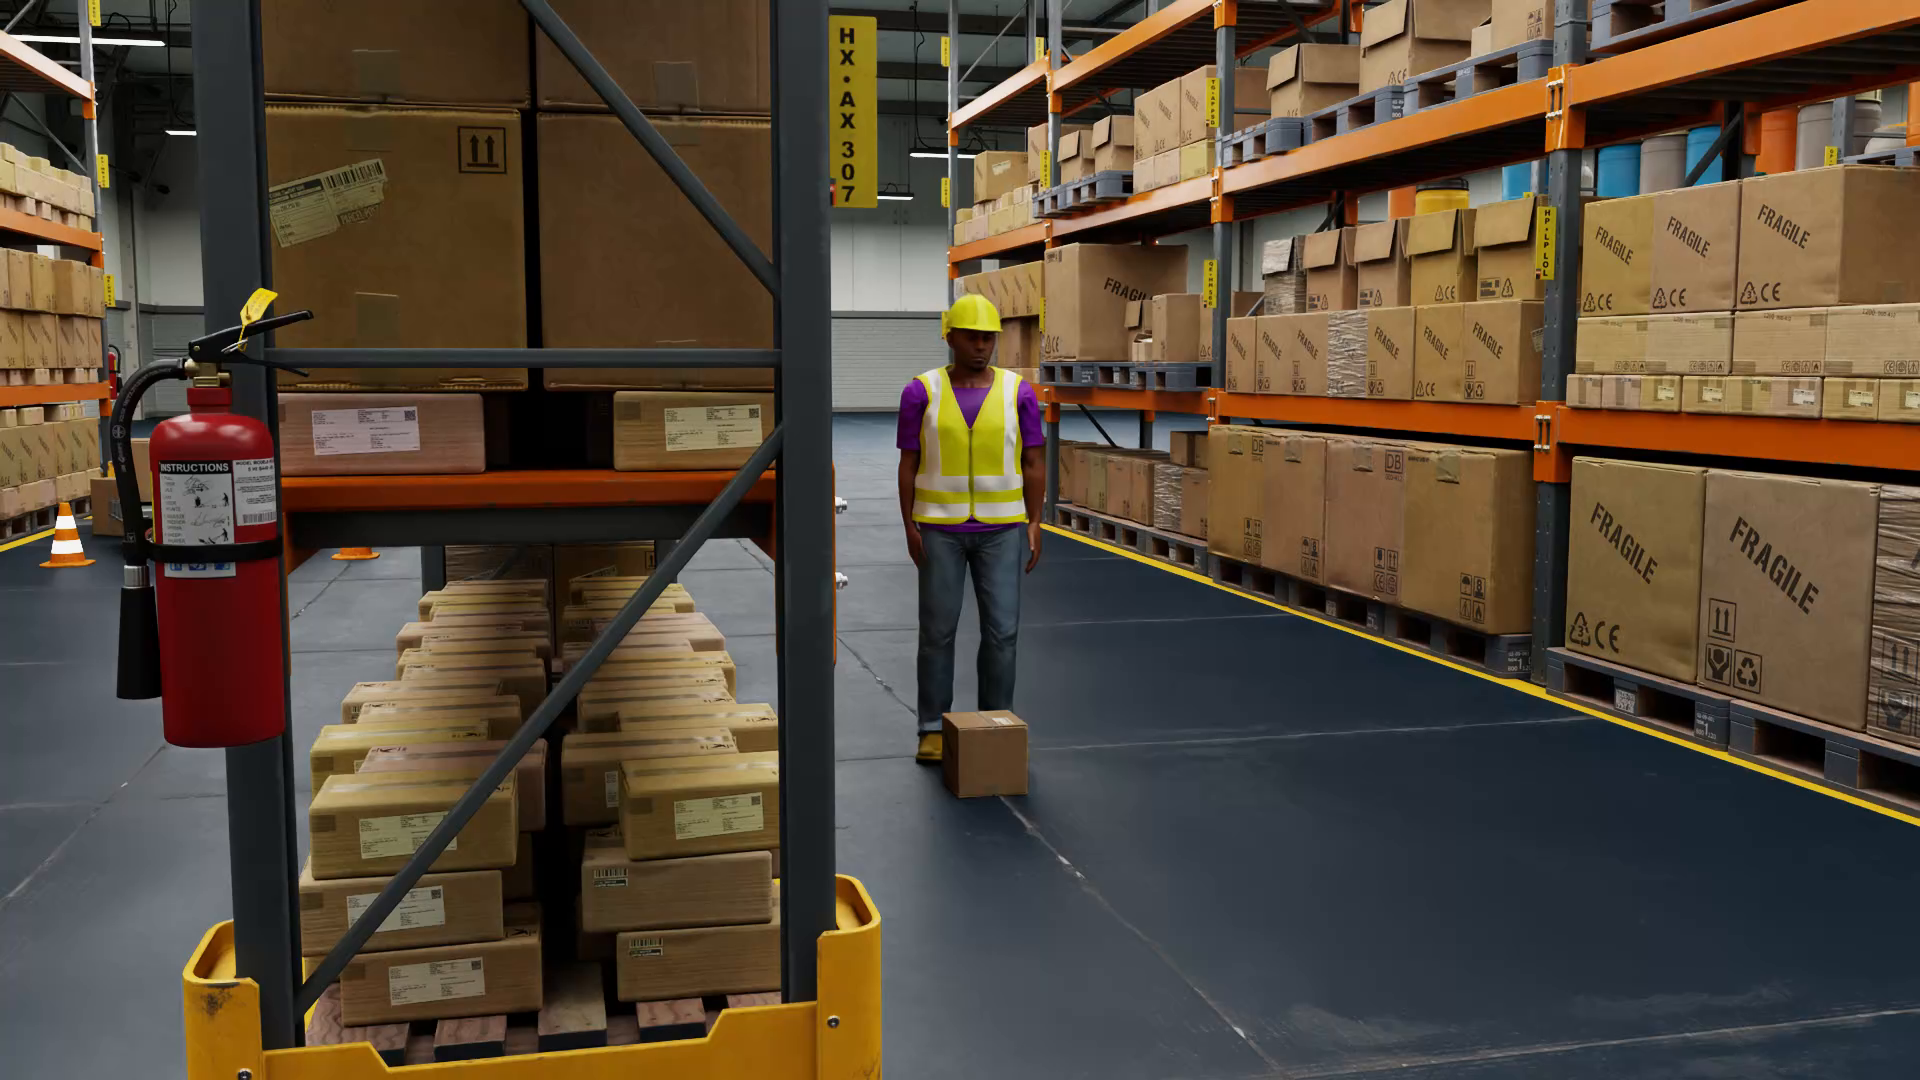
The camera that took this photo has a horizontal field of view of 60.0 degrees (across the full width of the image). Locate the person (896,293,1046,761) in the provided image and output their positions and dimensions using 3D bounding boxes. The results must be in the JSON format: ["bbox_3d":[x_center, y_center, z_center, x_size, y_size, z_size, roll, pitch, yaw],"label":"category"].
[{"bbox_3d":[0.046,-0.047,6.300,0.565,1.763,0.363,-1,6,-6],"label":"person"}]
